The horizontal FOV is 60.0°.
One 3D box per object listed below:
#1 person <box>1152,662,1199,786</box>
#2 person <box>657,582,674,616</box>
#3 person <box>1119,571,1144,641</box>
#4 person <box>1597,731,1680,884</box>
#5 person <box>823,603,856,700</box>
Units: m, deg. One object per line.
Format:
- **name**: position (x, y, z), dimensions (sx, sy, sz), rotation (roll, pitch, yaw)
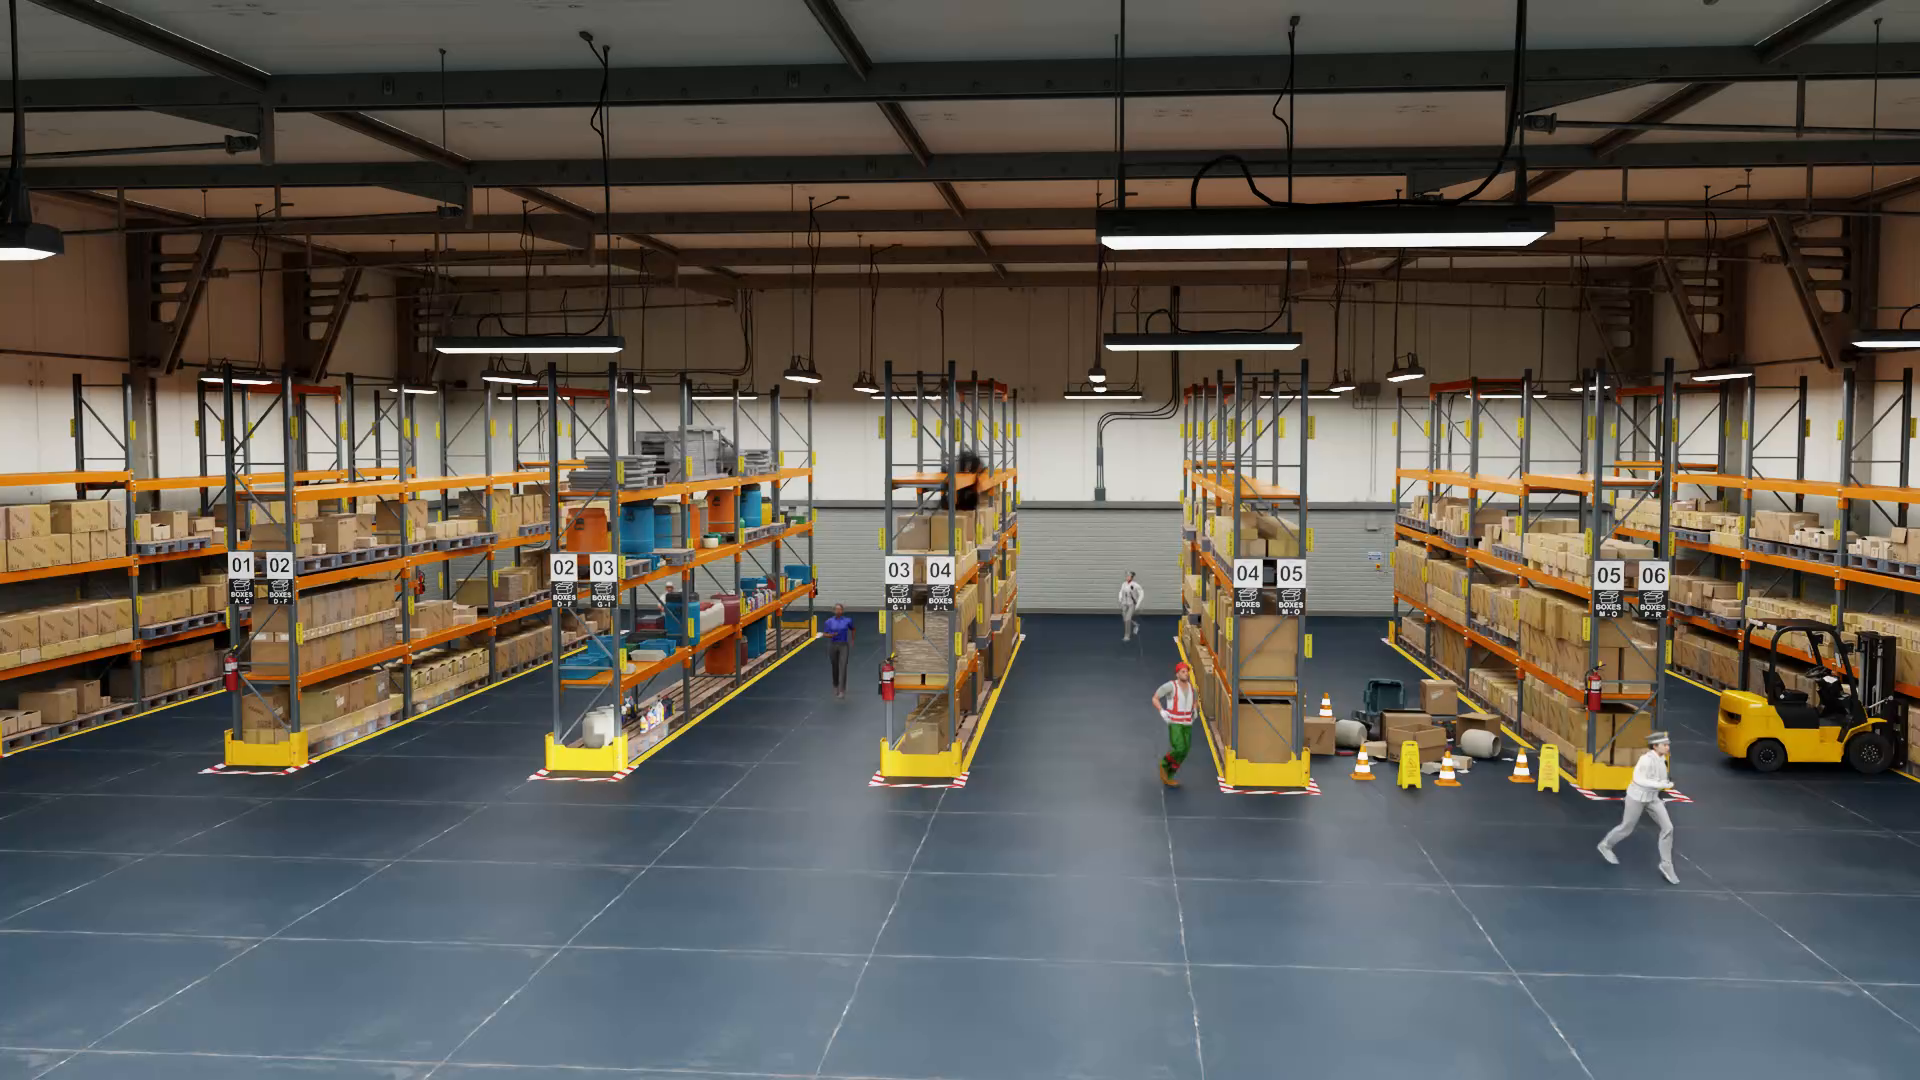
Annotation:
- **person**: position (3.108, 2.588, 23.378), dimensions (0.693, 1.737, 0.515), rotation (-2, 4, -26)
- **person**: position (-6.414, 1.752, 36.855), dimensions (0.579, 1.648, 0.643), rotation (0, 4, 1)
- **person**: position (4.094, 1.565, 39.876), dimensions (0.659, 1.682, 0.689), rotation (3, 5, 40)
- **person**: position (7.640, 2.950, 18.706), dimensions (0.612, 1.695, 0.992), rotation (-2, 4, -32)
- **person**: position (-2.131, 1.961, 29.323), dimensions (0.575, 1.695, 0.880), rotation (0, 4, 0)
